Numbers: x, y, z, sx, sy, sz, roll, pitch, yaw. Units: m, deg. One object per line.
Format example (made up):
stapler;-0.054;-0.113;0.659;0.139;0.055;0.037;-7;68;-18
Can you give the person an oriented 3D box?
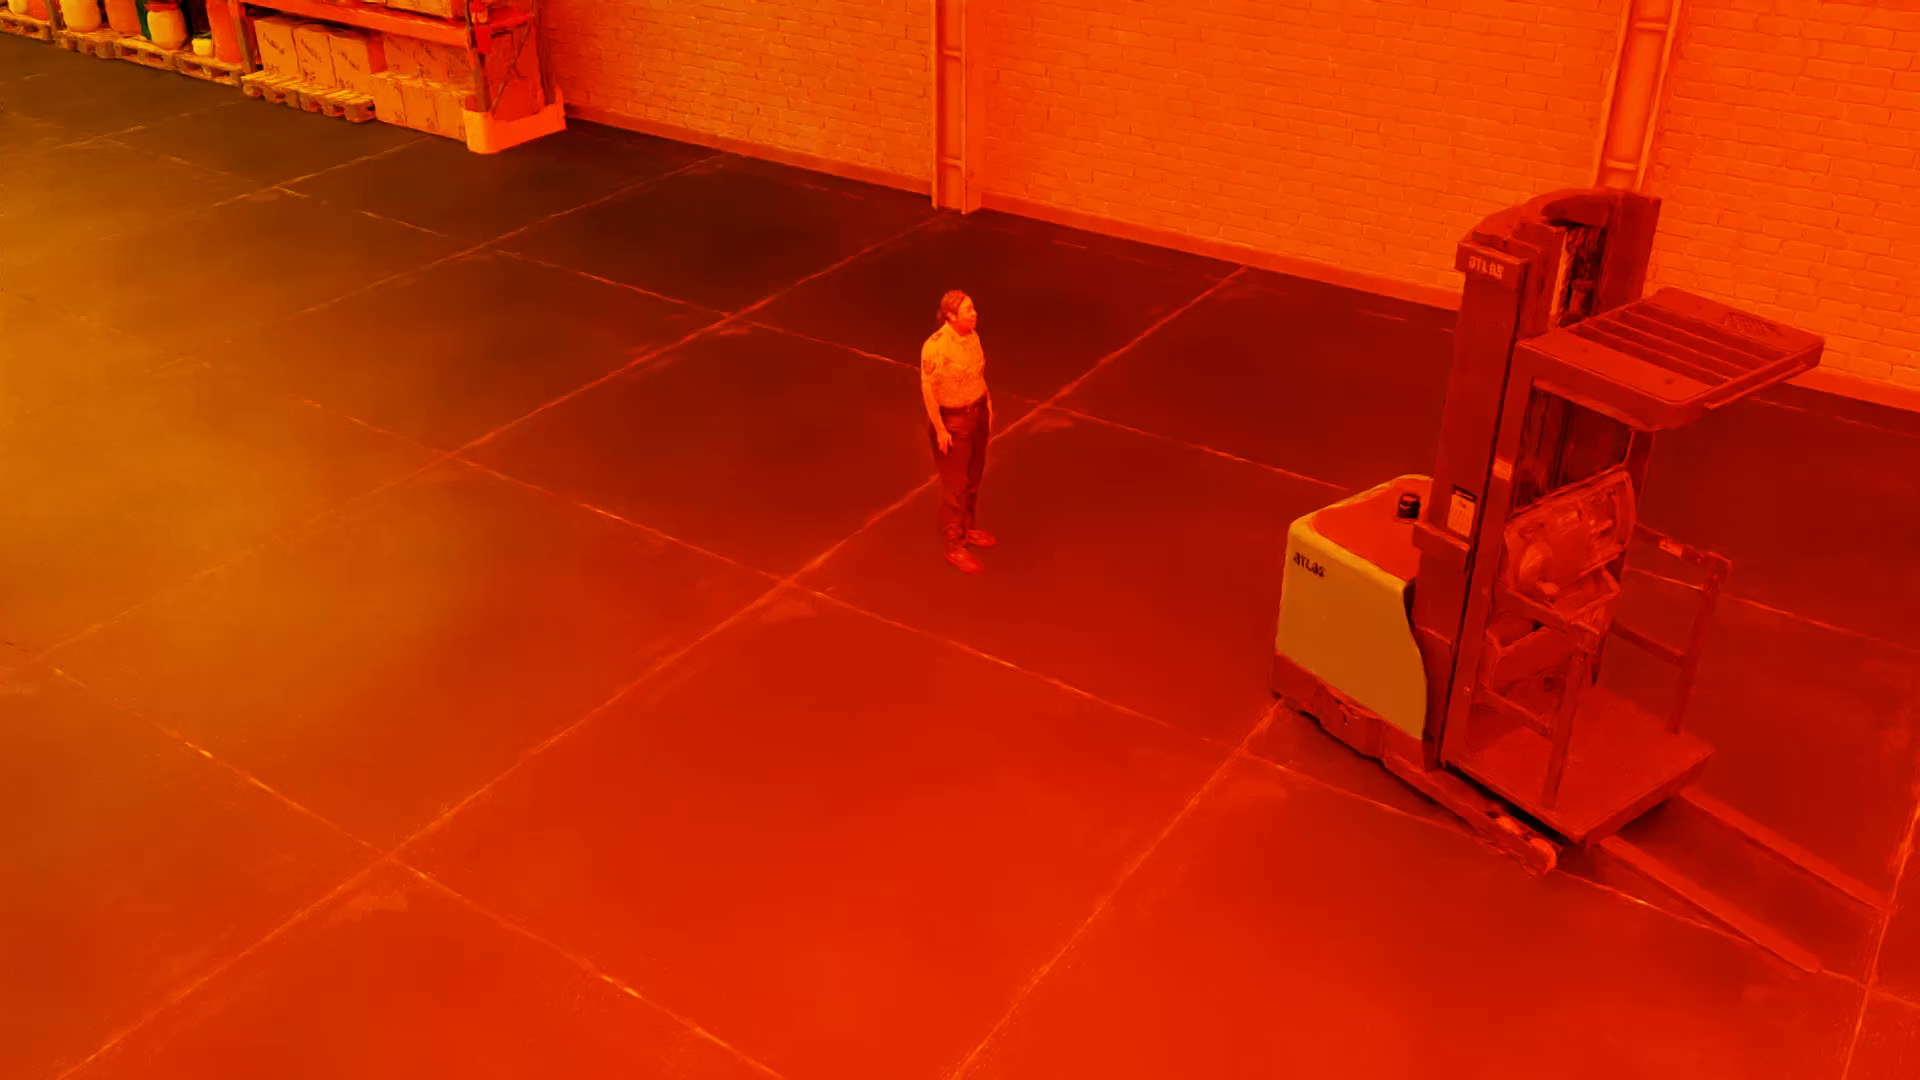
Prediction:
person;0.062;-0.684;10.023;0.502;1.650;0.599;19;35;29

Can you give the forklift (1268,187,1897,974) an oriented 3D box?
forklift;2.946;0.022;7.544;1.130;2.935;3.031;-20;36;-31
